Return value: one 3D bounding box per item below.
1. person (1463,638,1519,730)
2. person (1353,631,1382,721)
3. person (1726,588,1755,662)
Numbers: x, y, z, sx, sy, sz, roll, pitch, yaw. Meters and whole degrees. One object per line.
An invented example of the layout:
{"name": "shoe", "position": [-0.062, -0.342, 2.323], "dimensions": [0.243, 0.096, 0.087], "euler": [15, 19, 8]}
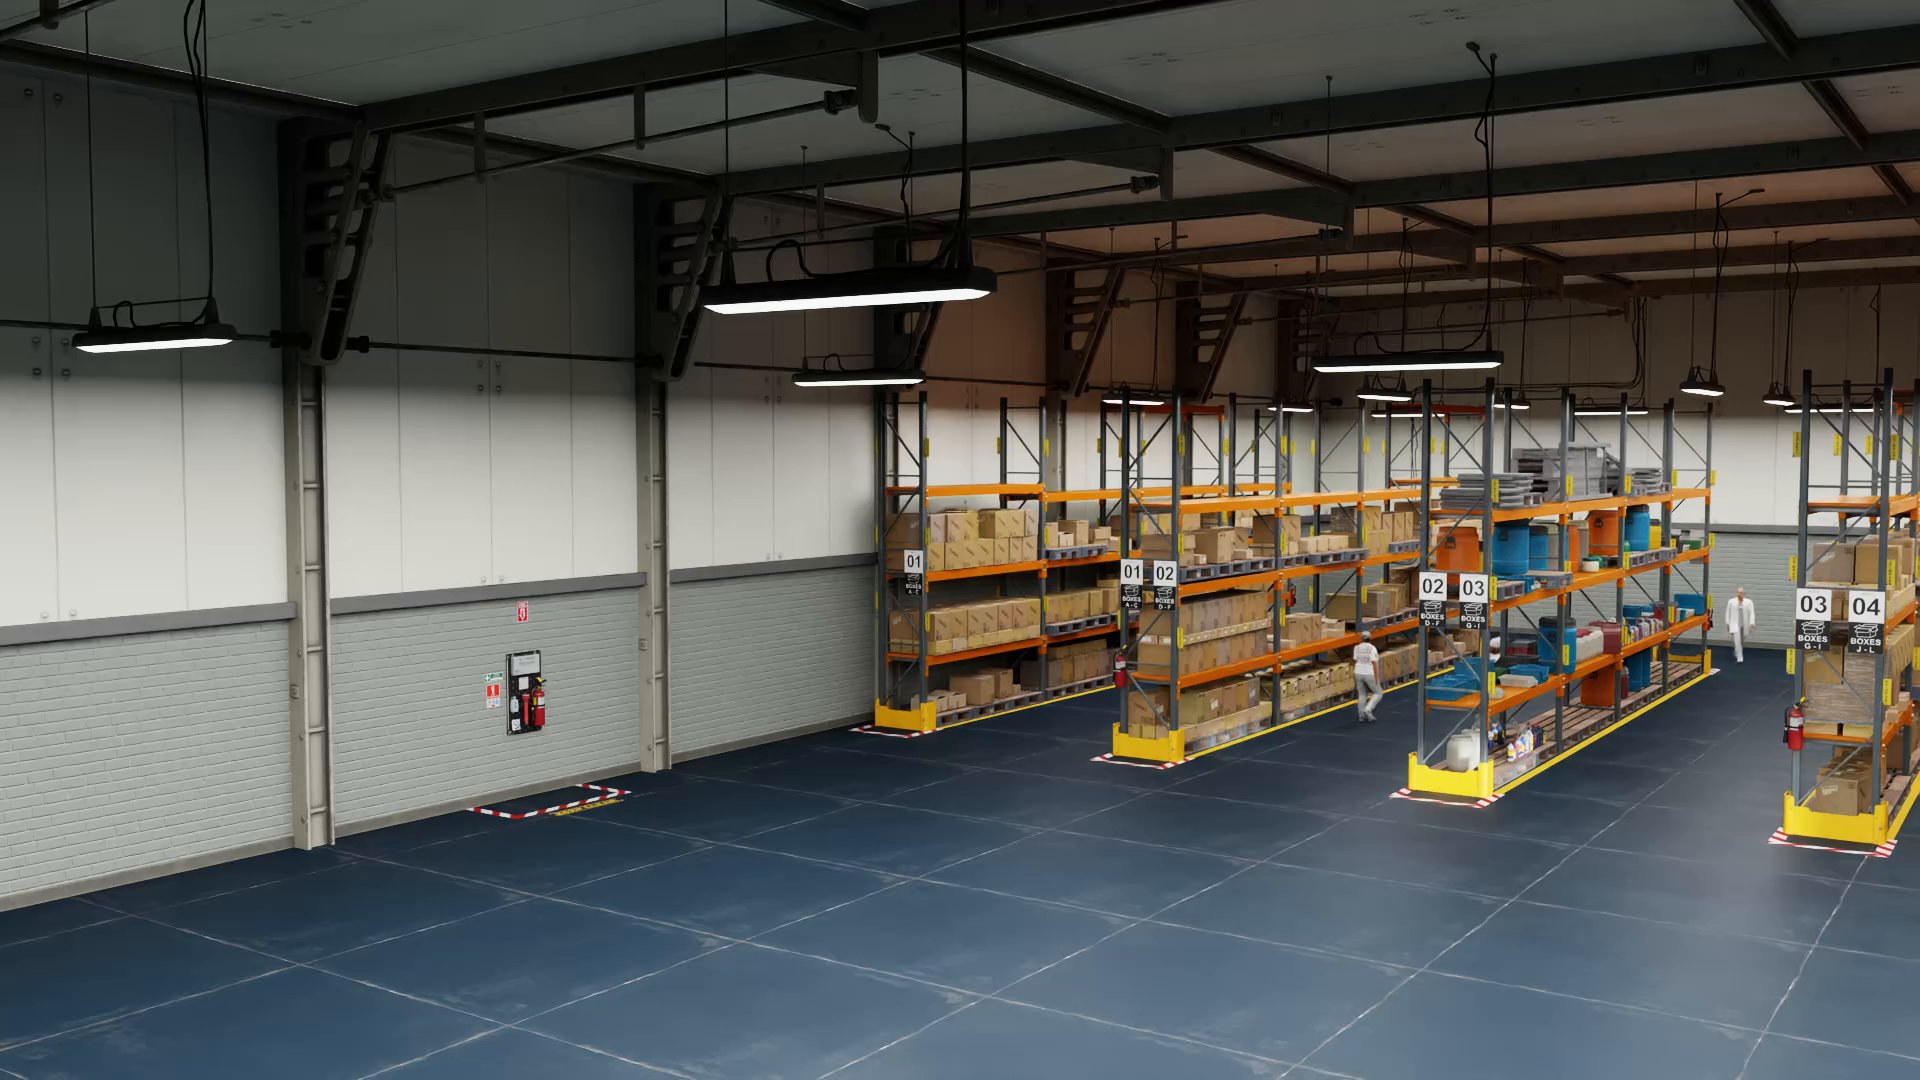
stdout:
{"name": "person", "position": [9.165, 2.533, 28.681], "dimensions": [0.941, 1.724, 0.591], "euler": [3, 4, 39]}
{"name": "person", "position": [7.401, 2.491, 30.347], "dimensions": [0.525, 1.662, 0.486], "euler": [3, 4, 41]}
{"name": "person", "position": [18.199, 1.967, 38.770], "dimensions": [0.550, 1.712, 1.204], "euler": [0, 3, 9]}
